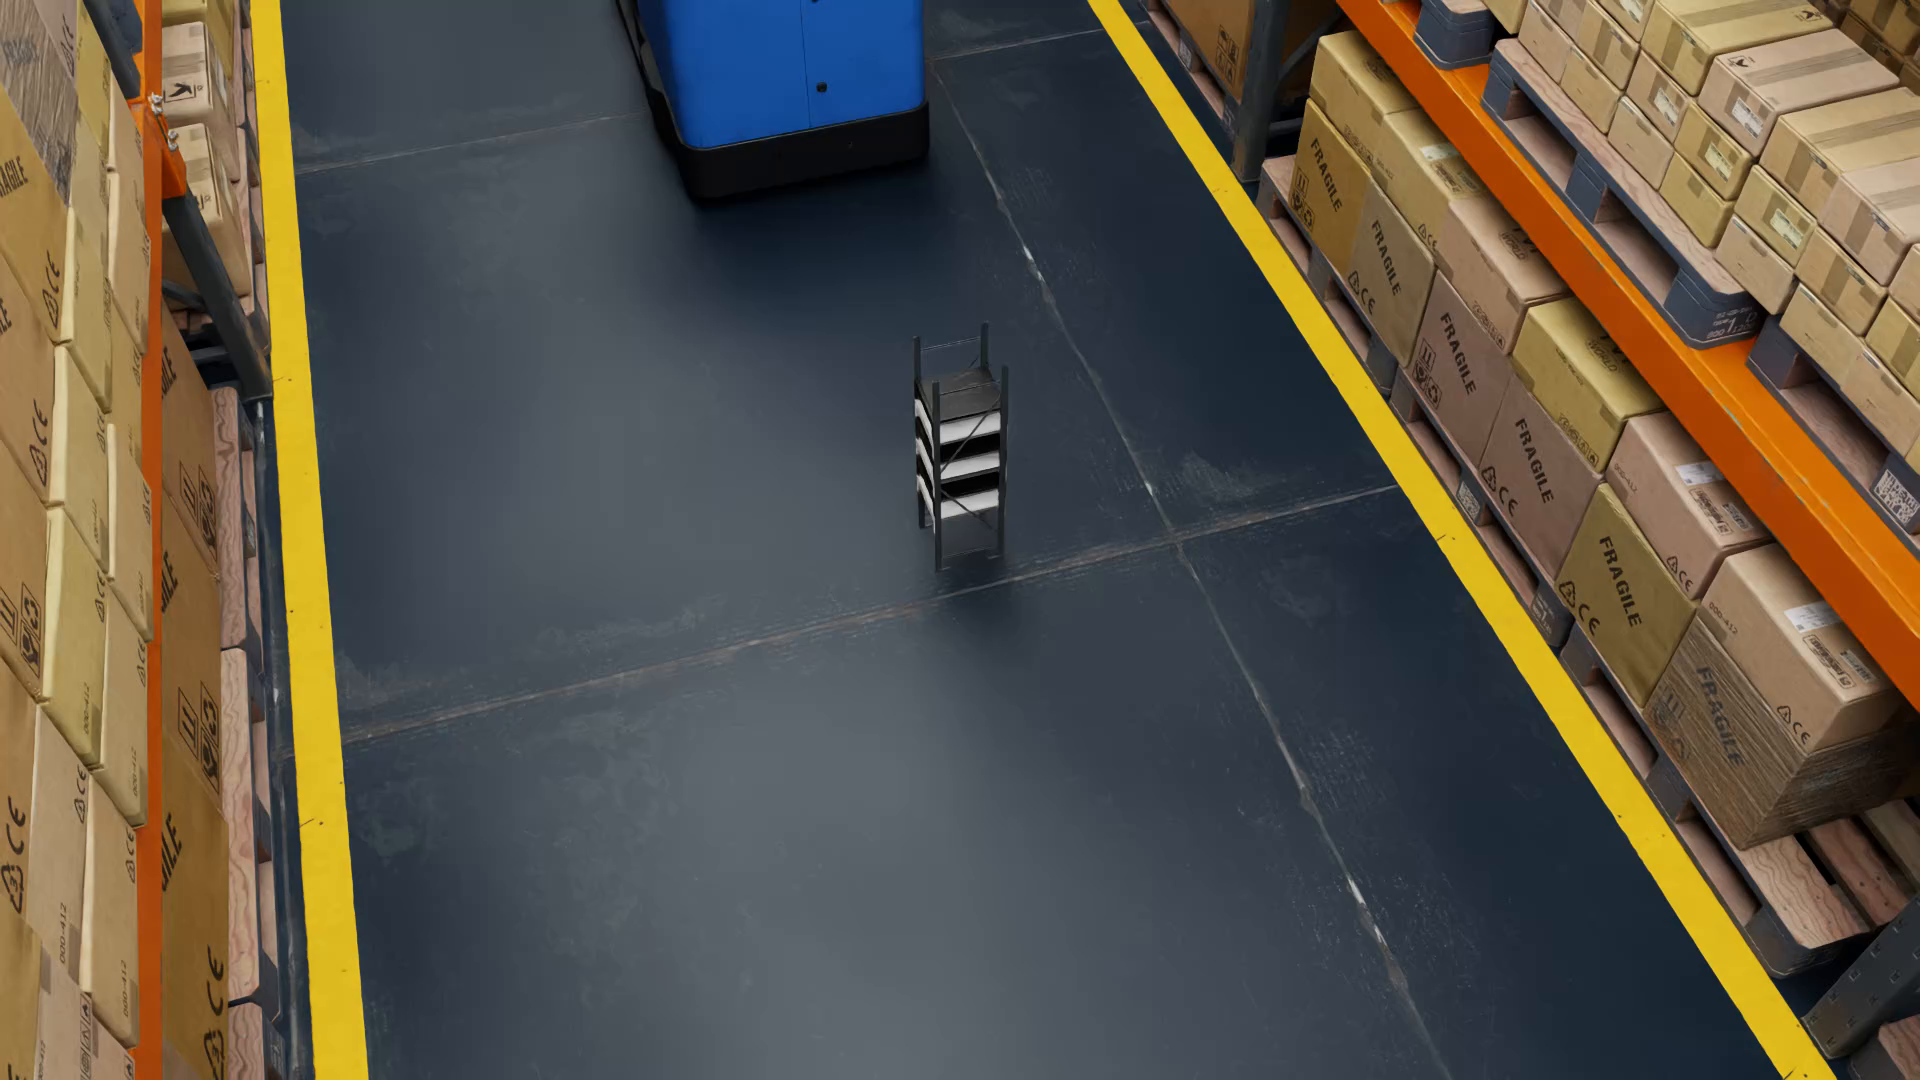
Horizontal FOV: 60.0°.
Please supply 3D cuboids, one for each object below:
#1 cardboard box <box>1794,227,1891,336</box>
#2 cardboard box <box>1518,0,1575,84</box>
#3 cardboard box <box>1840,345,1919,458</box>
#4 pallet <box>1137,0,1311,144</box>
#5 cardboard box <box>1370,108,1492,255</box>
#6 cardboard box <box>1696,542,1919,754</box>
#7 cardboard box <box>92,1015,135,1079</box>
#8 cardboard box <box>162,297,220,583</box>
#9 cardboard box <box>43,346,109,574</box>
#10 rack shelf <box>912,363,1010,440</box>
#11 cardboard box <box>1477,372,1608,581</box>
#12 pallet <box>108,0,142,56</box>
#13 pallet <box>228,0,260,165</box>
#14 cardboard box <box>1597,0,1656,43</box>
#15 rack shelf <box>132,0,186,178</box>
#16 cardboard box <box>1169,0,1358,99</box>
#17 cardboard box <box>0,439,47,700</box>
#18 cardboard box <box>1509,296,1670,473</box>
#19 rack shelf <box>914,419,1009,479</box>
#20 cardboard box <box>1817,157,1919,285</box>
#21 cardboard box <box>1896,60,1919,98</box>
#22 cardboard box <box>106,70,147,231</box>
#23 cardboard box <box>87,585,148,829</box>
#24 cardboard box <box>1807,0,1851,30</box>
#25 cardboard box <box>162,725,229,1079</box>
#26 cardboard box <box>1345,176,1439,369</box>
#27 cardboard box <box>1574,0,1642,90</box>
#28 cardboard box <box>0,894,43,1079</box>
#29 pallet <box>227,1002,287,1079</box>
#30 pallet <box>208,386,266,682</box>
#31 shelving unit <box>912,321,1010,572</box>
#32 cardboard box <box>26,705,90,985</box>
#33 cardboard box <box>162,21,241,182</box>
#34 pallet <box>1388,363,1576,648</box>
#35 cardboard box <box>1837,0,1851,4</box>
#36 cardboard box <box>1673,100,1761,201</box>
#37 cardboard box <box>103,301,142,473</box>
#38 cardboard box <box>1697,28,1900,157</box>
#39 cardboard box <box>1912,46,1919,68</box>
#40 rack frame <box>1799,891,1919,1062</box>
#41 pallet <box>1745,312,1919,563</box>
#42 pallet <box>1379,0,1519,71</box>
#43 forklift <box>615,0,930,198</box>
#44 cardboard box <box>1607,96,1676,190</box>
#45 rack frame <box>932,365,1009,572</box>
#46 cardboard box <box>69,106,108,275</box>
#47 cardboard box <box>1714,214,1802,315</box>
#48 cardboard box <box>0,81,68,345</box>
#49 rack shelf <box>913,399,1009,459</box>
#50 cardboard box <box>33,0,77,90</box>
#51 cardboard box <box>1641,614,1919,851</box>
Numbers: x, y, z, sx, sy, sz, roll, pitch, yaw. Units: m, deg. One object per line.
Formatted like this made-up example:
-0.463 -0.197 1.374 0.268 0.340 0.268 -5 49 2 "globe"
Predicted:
2.289 -0.668 4.047 0.380 0.149 0.250 -15 51 -12 "cardboard box"
1.908 -1.519 4.958 0.380 0.149 0.250 -12 51 -10 "cardboard box"
2.374 -0.371 3.991 0.380 0.149 0.250 -13 51 -11 "cardboard box"
1.486 -2.315 7.563 1.003 0.211 1.213 -13 51 -11 "pallet"
1.770 -1.263 5.723 0.500 0.250 0.500 -14 51 -11 "cardboard box"
2.368 0.242 4.453 0.500 0.250 0.500 -15 51 -12 "cardboard box"
-1.747 1.161 2.907 0.500 0.250 0.500 -14 51 -12 "cardboard box"
-2.927 -0.355 5.202 0.875 0.875 0.875 -14 51 -11 "cardboard box"
-2.186 -0.122 3.662 0.500 0.250 0.500 -15 51 -12 "cardboard box"
0.002 -0.437 5.220 0.258 0.077 0.200 -13 51 -11 "rack shelf"
2.072 -0.263 5.370 0.500 0.500 0.500 -14 51 -12 "cardboard box"
-3.364 -1.862 5.484 1.213 0.211 1.003 -13 51 -11 "pallet"
-3.638 -1.990 7.289 1.003 0.211 1.213 -13 51 -11 "pallet"
1.989 -1.526 4.575 0.380 0.149 0.250 -12 51 -10 "cardboard box"
-3.643 -2.657 6.498 1.077 0.370 4.000 -13 51 -11 "rack shelf"
1.553 -2.496 7.089 1.050 0.750 0.750 -14 51 -11 "cardboard box"
-2.047 0.021 3.051 0.500 0.500 0.500 -14 51 -12 "cardboard box"
2.059 -0.519 5.095 0.500 0.250 0.500 -15 52 -13 "cardboard box"
0.002 -0.321 5.358 0.258 0.077 0.200 -13 51 -11 "rack shelf"
2.292 -0.771 3.939 0.380 0.149 0.250 -13 51 -11 "cardboard box"
2.760 -1.199 4.494 0.380 0.149 0.250 -14 51 -12 "cardboard box"
-2.654 -1.069 4.787 0.500 0.250 0.500 -15 51 -12 "cardboard box"
-2.037 0.405 3.544 0.500 0.250 0.500 -14 51 -11 "cardboard box"
2.612 -1.572 4.808 0.380 0.149 0.250 -12 51 -10 "cardboard box"
-2.403 0.950 4.102 0.875 0.875 0.875 -12 51 -10 "cardboard box"
1.765 -1.010 6.000 0.500 0.500 0.500 -13 51 -11 "cardboard box"
1.981 -1.432 4.691 0.380 0.149 0.250 -14 51 -11 "cardboard box"
-1.724 0.753 2.434 0.500 0.500 0.500 -13 51 -11 "cardboard box"
-2.169 1.846 4.056 1.003 0.211 1.213 -13 51 -11 "pallet"
-2.890 0.064 5.558 1.003 0.211 1.213 -13 51 -11 "pallet"
0.002 -0.284 5.401 0.258 0.900 0.210 -13 51 -11 "shelving unit"
-1.910 0.621 3.035 0.500 0.250 0.500 -13 51 -10 "cardboard box"
-3.435 -1.668 6.639 0.950 0.372 0.625 -14 51 -12 "cardboard box"
2.234 -0.262 5.832 1.003 0.211 1.213 -13 51 -11 "pallet"
2.610 -1.668 4.695 0.380 0.149 0.250 -11 51 -9 "cardboard box"
2.130 -1.058 4.375 0.380 0.149 0.250 -13 51 -11 "cardboard box"
-2.354 -0.328 4.163 0.500 0.250 0.500 -14 51 -11 "cardboard box"
2.140 -1.147 4.255 0.380 0.149 0.250 -15 52 -13 "cardboard box"
2.770 -1.281 4.369 0.380 0.149 0.250 -12 51 -10 "cardboard box"
2.830 0.301 3.535 1.000 3.000 0.127 -13 51 -11 "rack frame"
2.743 -0.229 4.106 1.003 0.211 1.213 -13 51 -11 "pallet"
1.960 -2.063 5.652 1.213 0.211 1.003 -13 51 -11 "pallet"
-1.058 -3.509 6.791 1.130 2.935 3.031 -14 51 -11 "forklift"
2.056 -1.145 4.643 0.380 0.149 0.250 -15 51 -12 "cardboard box"
0.032 -0.210 5.338 0.240 0.900 0.006 -13 51 -11 "rack frame"
-2.510 -0.871 4.293 0.500 0.250 0.500 -14 51 -12 "cardboard box"
2.213 -0.756 4.315 0.380 0.149 0.250 -15 52 -13 "cardboard box"
-2.349 -0.727 3.681 0.500 0.500 0.500 -13 51 -11 "cardboard box"
0.002 -0.379 5.289 0.258 0.077 0.200 -13 51 -11 "rack shelf"
-2.649 -1.464 4.303 0.500 0.500 0.500 -15 51 -12 "cardboard box"
2.371 0.487 4.737 0.500 0.500 0.500 -14 51 -12 "cardboard box"
